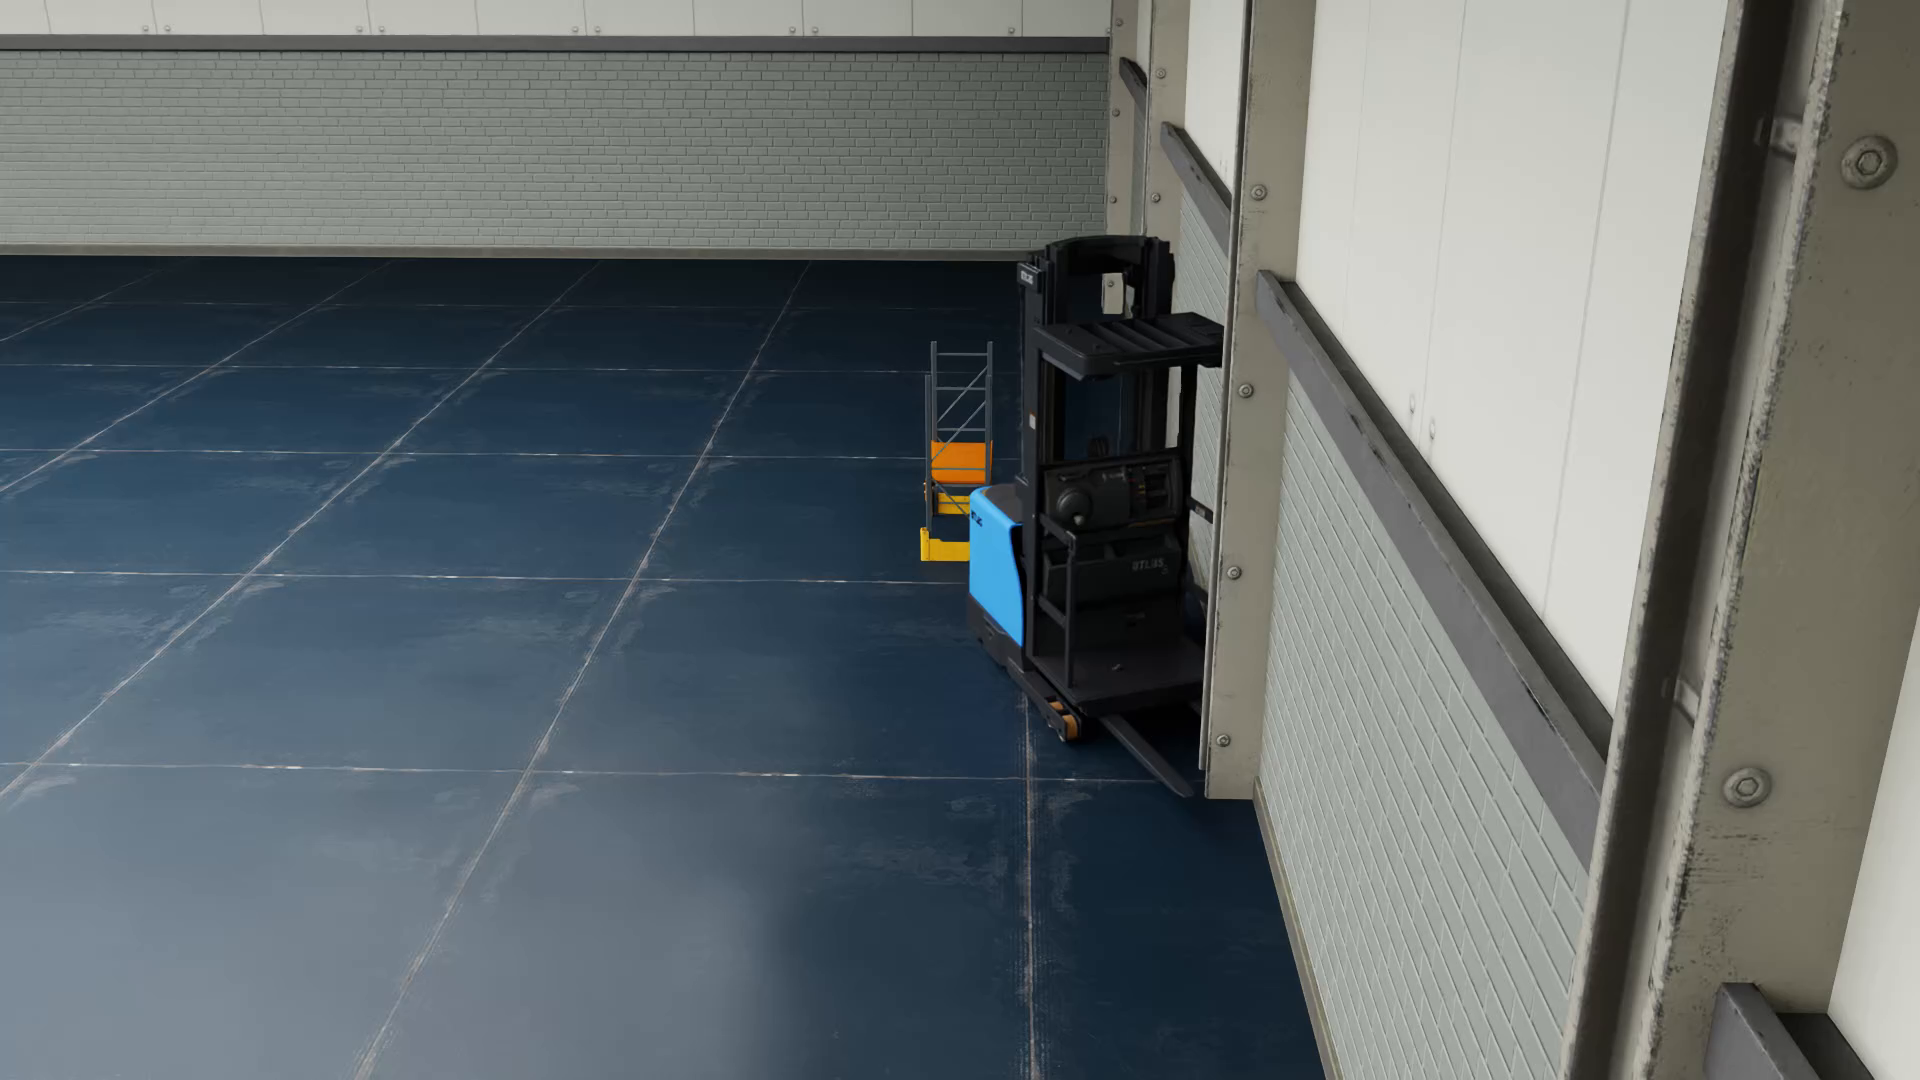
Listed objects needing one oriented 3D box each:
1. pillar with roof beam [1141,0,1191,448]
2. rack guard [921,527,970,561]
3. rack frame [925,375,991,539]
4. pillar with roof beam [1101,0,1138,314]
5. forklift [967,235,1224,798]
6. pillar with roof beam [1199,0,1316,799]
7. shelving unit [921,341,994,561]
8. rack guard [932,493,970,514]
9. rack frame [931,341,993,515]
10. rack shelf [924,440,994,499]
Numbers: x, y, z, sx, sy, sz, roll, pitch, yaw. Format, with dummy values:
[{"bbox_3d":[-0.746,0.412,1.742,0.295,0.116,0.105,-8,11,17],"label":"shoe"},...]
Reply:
[{"bbox_3d":[-2.534,-4.981,13.925,9.100,9.000,0.400,1,21,2],"label":"pillar with roof beam"},{"bbox_3d":[-0.013,0.036,13.091,0.587,0.250,0.087,1,21,2],"label":"rack guard"},{"bbox_3d":[-0.013,-0.546,12.863,0.500,1.500,0.032,1,21,2],"label":"rack frame"},{"bbox_3d":[-2.351,-7.150,19.516,9.100,9.000,0.400,1,21,2],"label":"pillar with roof beam"},{"bbox_3d":[1.038,-0.285,10.212,1.130,2.935,3.031,-8,22,-19],"label":"forklift"},{"bbox_3d":[-2.716,-2.811,8.334,9.100,9.000,0.400,1,21,2],"label":"pillar with roof beam"},{"bbox_3d":[0.002,-0.727,13.329,0.587,1.500,1.083,1,21,2],"label":"shelving unit"},{"bbox_3d":[0.017,-0.324,14.019,0.587,0.250,0.087,1,21,2],"label":"rack guard"},{"bbox_3d":[0.018,-0.914,13.811,0.500,1.500,0.032,1,21,2],"label":"rack frame"},{"bbox_3d":[0.003,-0.562,13.402,0.538,0.185,1.000,1,21,2],"label":"rack shelf"}]
